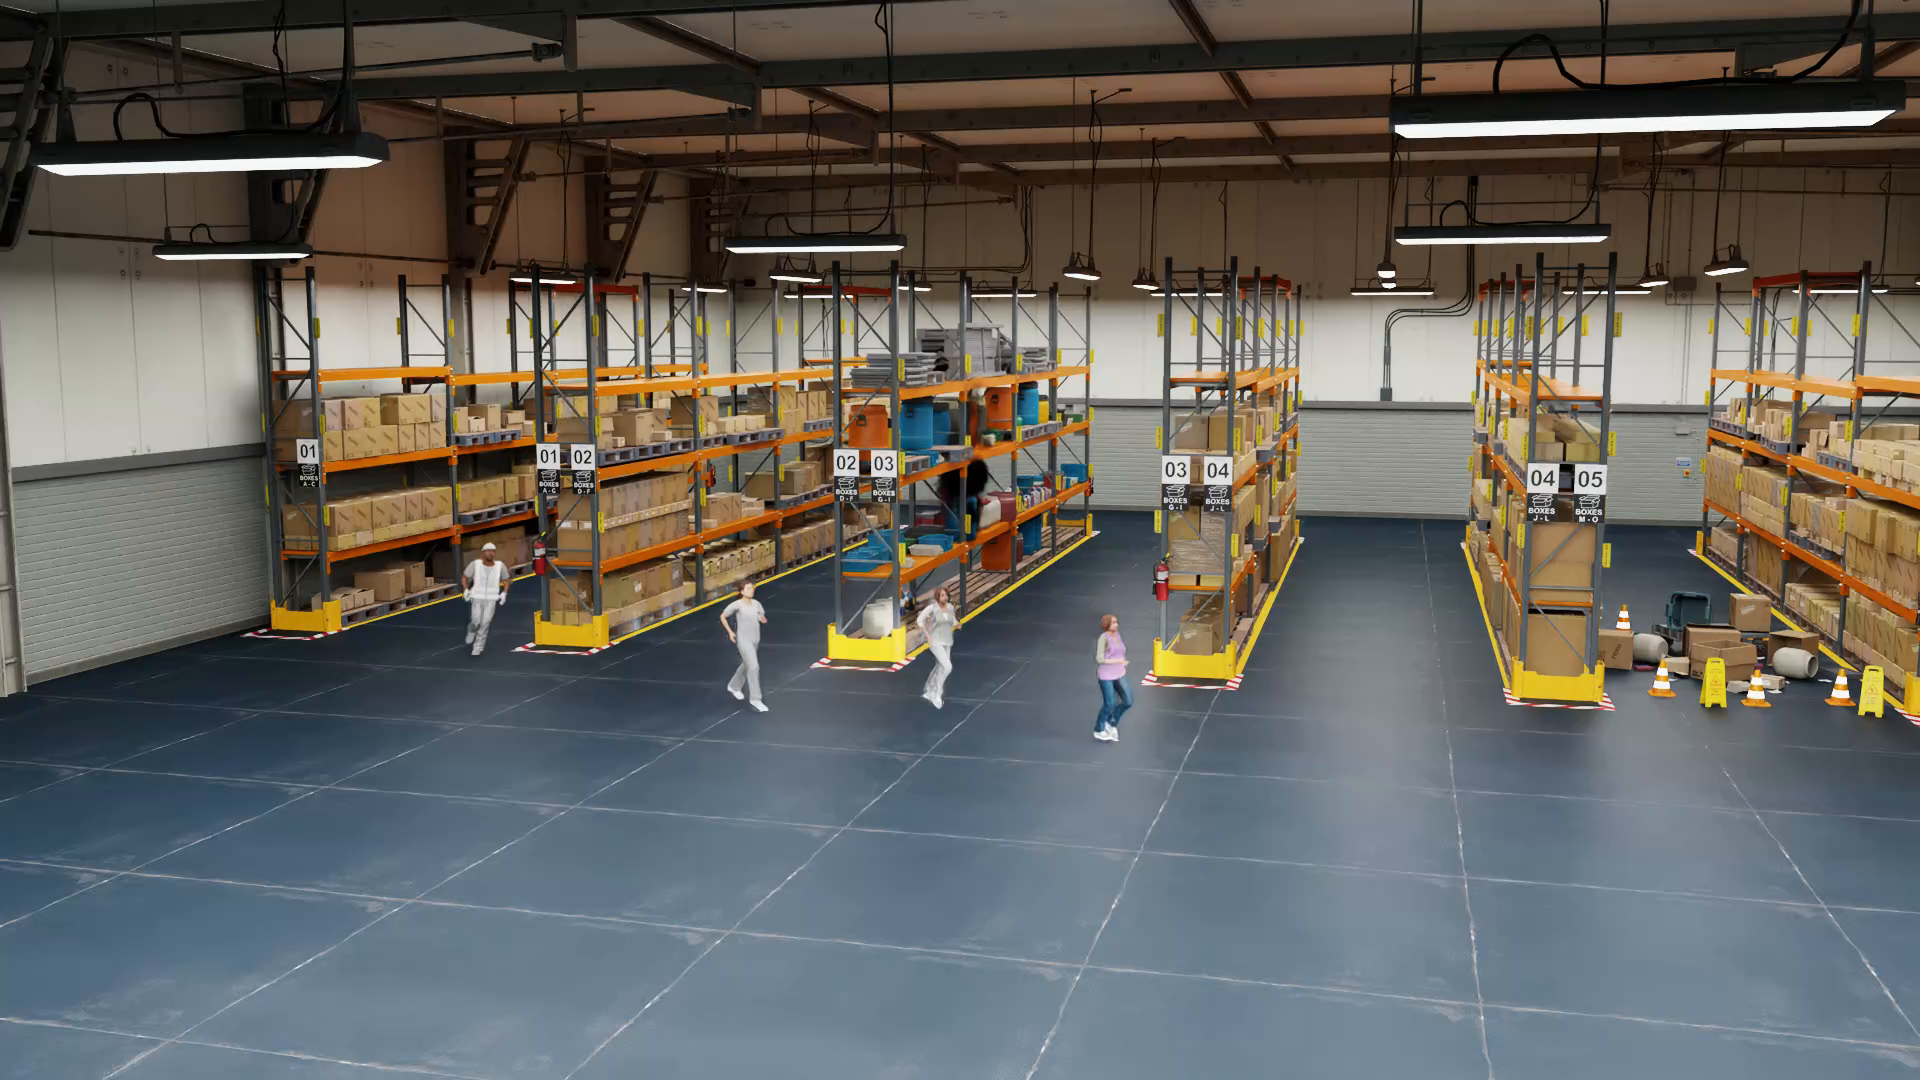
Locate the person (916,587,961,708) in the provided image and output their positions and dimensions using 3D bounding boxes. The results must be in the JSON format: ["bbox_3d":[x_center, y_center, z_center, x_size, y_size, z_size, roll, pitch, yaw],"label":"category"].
[{"bbox_3d":[-0.246,1.423,22.137,0.507,1.620,0.679,-6,9,-39],"label":"person"}]

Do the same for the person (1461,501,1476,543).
[{"bbox_3d":[12.229,-0.812,39.011,0.873,1.763,0.722,0,7,-4],"label":"person"}]

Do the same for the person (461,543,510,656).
[{"bbox_3d":[-7.315,0.900,25.714,0.726,1.710,0.648,-3,8,-20],"label":"person"}]

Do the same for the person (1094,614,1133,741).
[{"bbox_3d":[1.866,1.673,20.097,0.517,1.575,0.596,-7,10,-43],"label":"person"}]

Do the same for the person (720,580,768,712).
[{"bbox_3d":[-2.822,1.371,22.027,0.875,1.701,0.550,6,9,39],"label":"person"}]
